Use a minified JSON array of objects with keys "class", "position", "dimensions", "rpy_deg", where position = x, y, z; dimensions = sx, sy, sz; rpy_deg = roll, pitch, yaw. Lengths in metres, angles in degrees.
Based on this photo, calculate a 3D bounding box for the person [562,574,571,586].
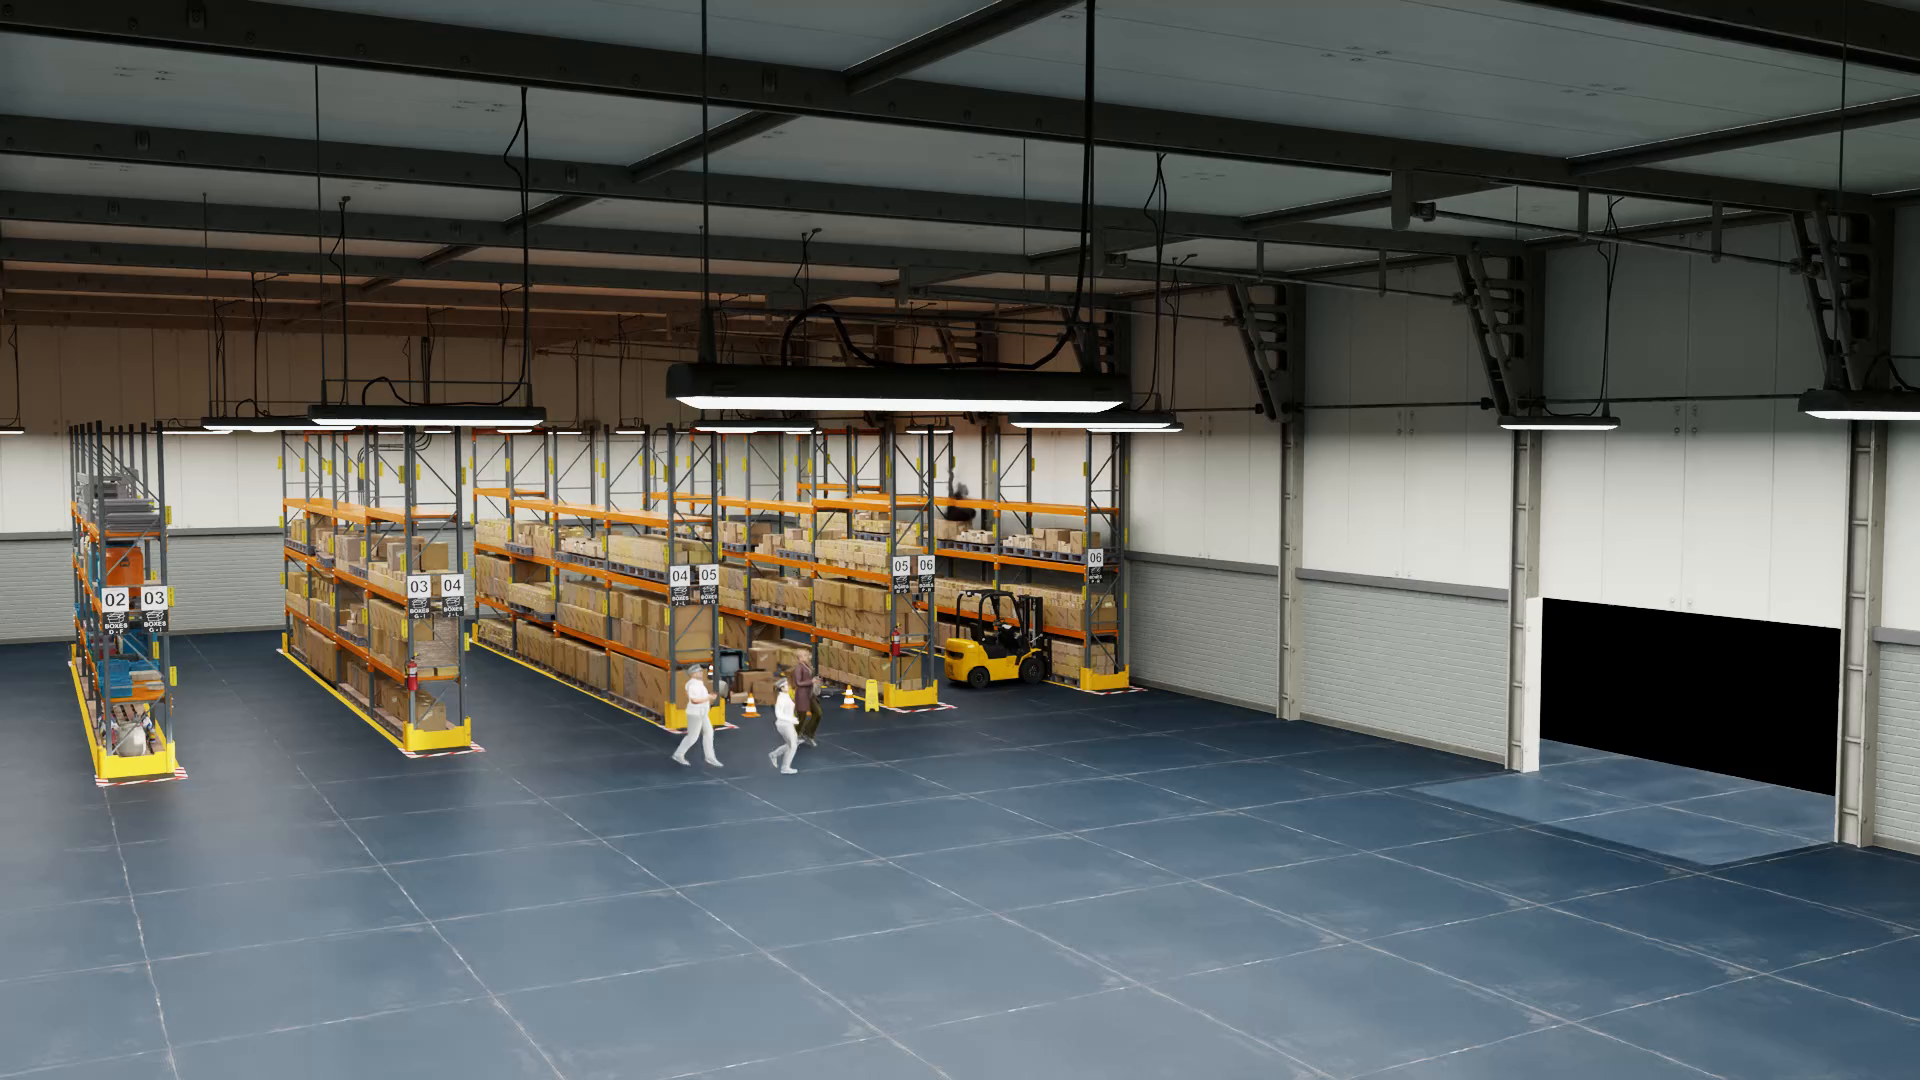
[{"class":"person","position":[-11.687,1.831,49.333],"dimensions":[0.649,1.682,0.590],"rpy_deg":[-2,4,-29]}]

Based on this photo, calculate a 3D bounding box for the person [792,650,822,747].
[{"class":"person","position":[-2.855,2.945,30.743],"dimensions":[0.764,1.828,0.684],"rpy_deg":[1,4,20]}]

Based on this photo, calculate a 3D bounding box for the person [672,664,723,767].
[{"class":"person","position":[-4.562,3.044,28.797],"dimensions":[0.851,1.828,0.648],"rpy_deg":[0,4,4]}]

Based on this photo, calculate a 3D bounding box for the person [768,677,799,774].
[{"class":"person","position":[-2.979,3.148,28.278],"dimensions":[0.555,1.648,0.612],"rpy_deg":[0,4,2]}]

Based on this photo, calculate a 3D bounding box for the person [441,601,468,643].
[{"class":"person","position":[-13.196,2.170,43.454],"dimensions":[0.691,1.773,0.701],"rpy_deg":[-2,4,-28]}]
